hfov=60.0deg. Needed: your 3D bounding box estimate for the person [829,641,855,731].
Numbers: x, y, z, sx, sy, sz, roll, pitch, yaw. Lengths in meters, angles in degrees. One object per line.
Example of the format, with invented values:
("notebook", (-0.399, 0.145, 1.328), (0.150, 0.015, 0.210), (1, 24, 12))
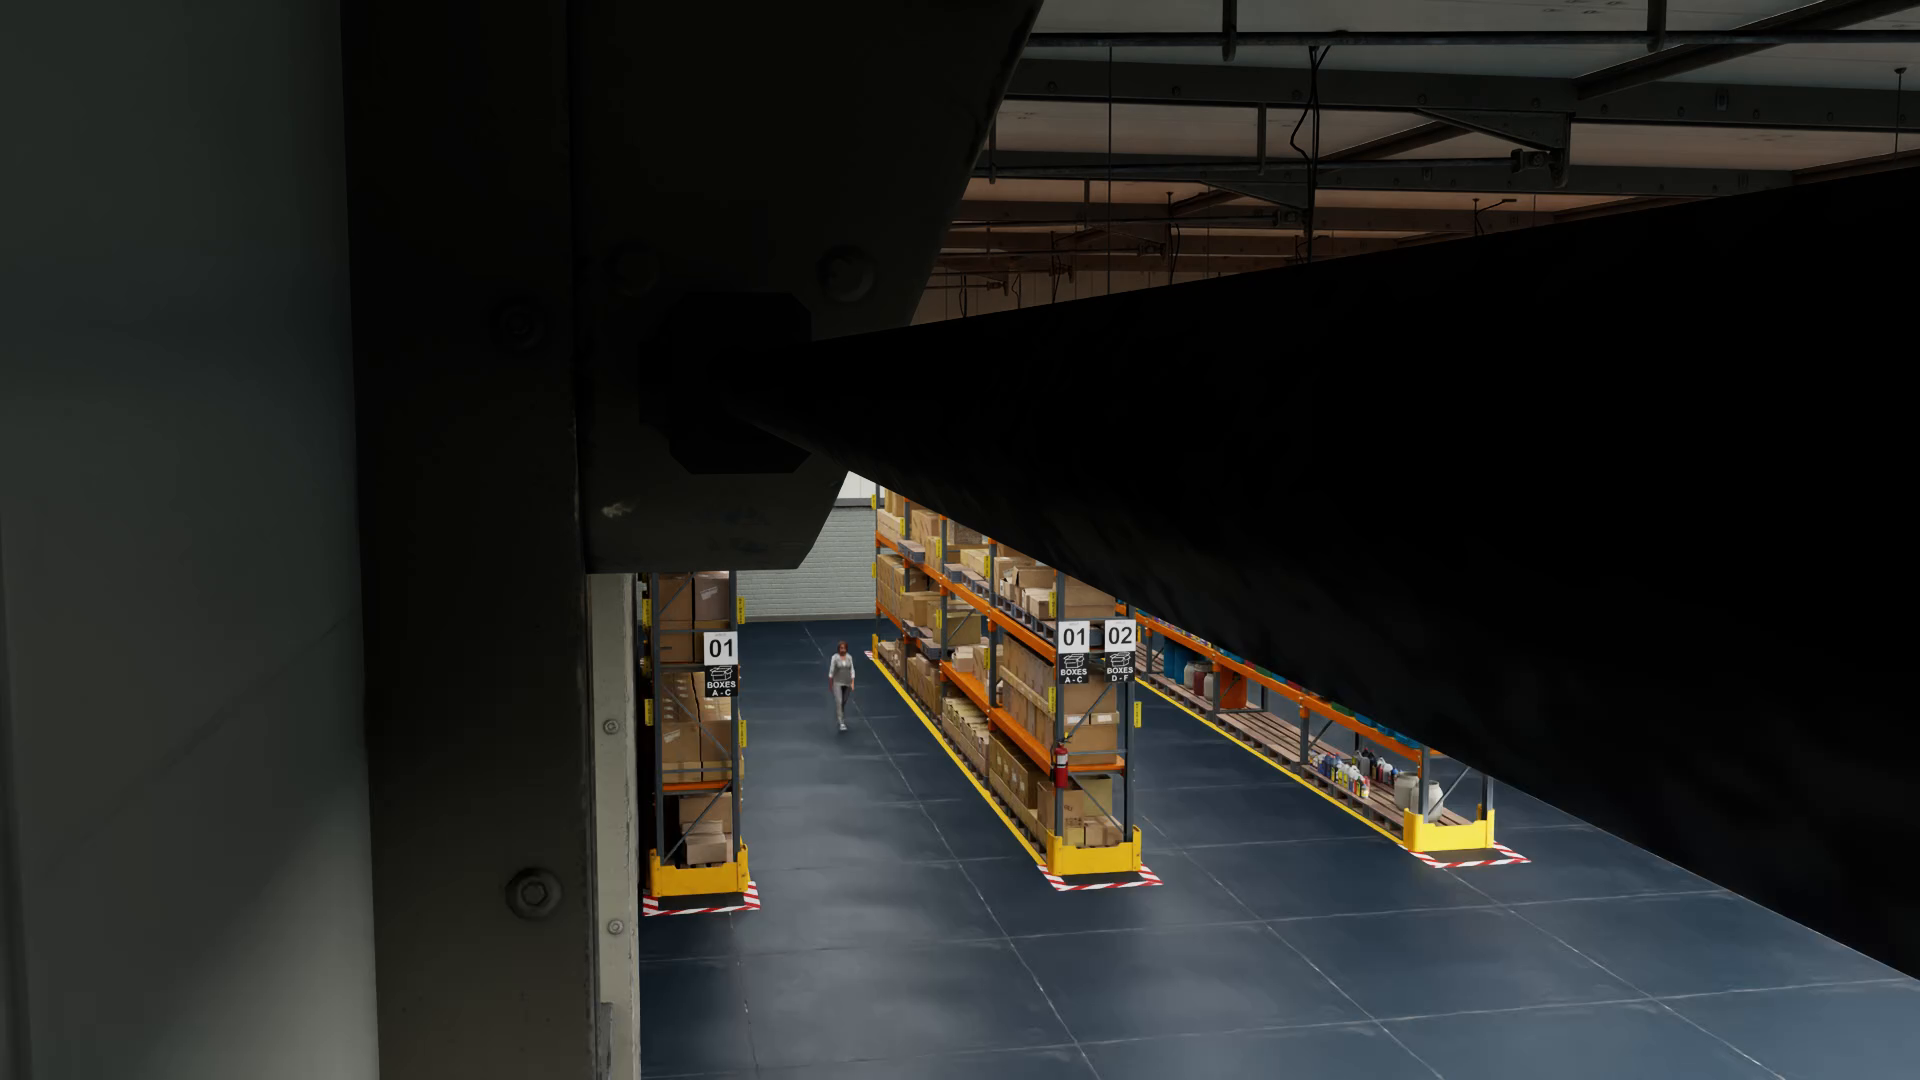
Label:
("person", (-2.049, 2.552, 29.189), (0.435, 1.532, 0.967), (-3, 7, -27))
